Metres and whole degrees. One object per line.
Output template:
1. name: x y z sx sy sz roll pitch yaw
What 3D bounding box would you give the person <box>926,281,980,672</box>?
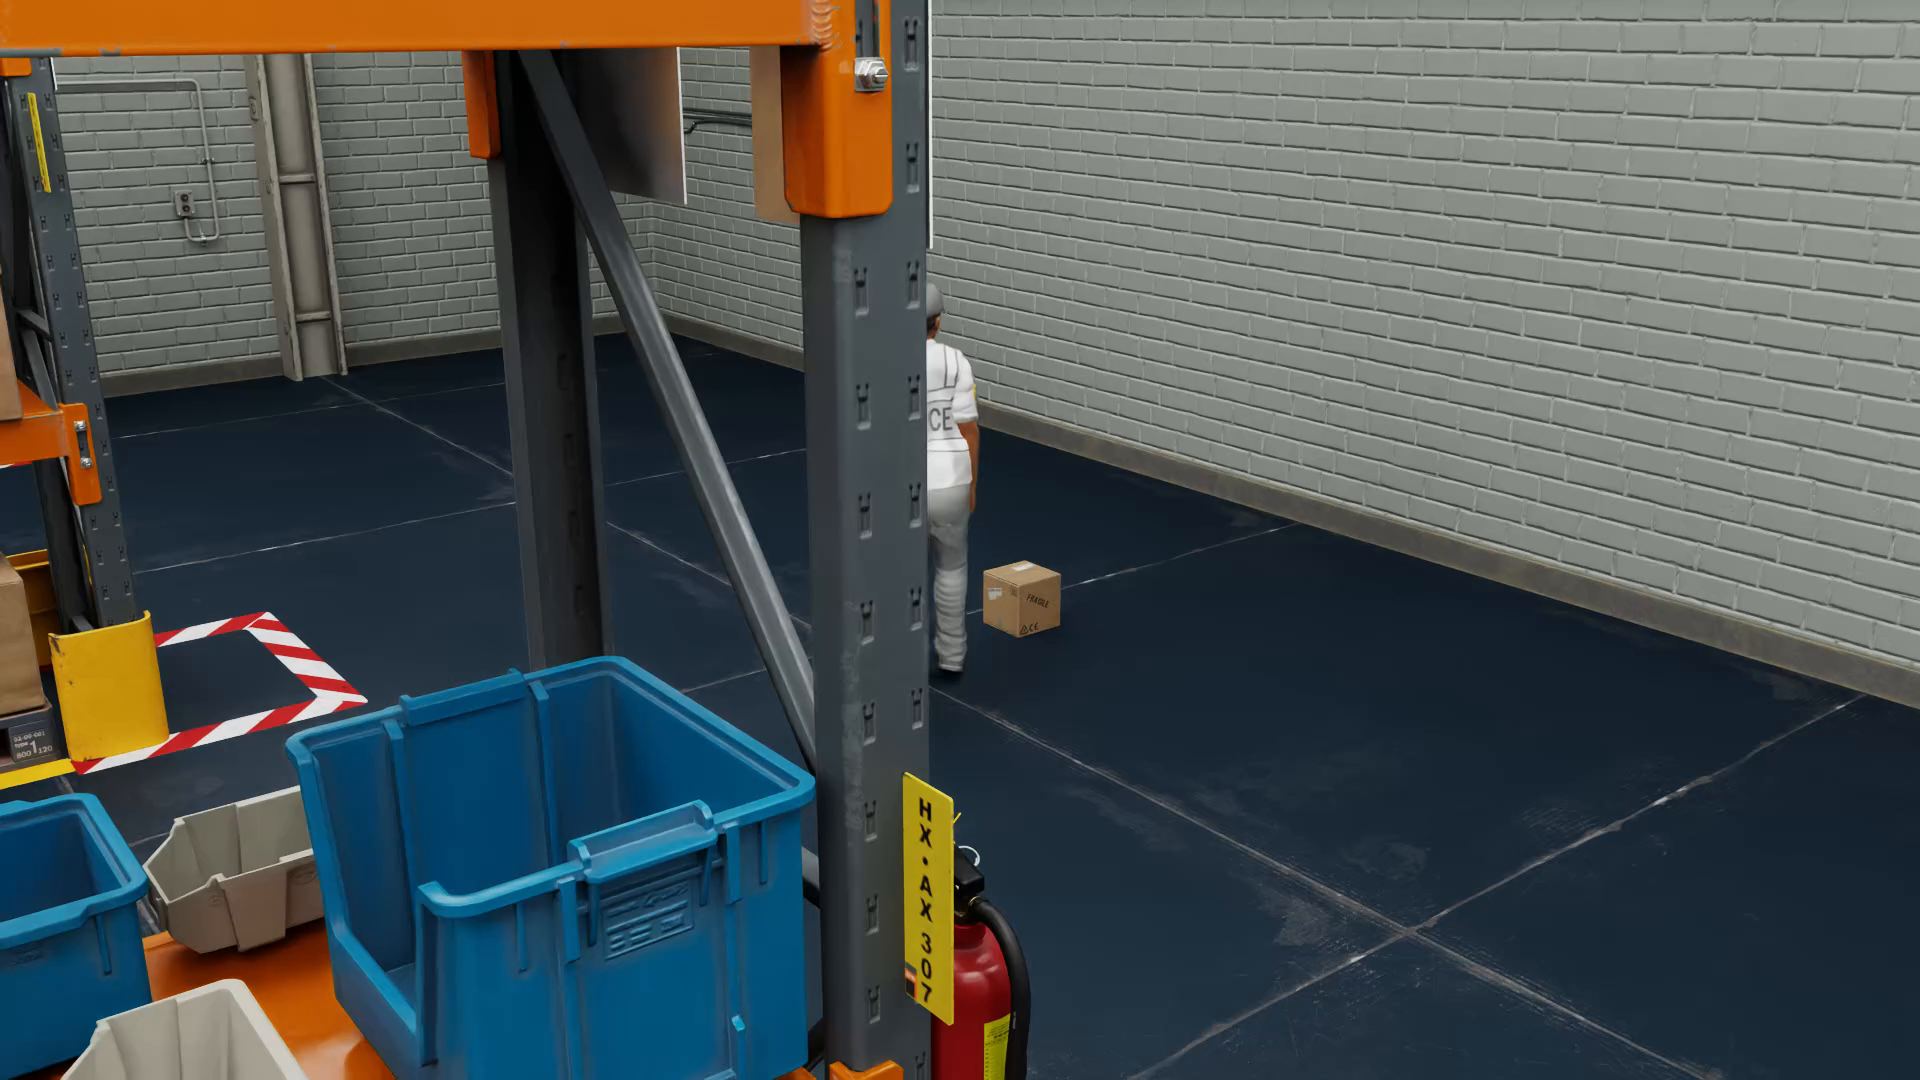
1. person: -0.172 -0.201 6.729 0.489 1.707 0.521 -1 18 -4
